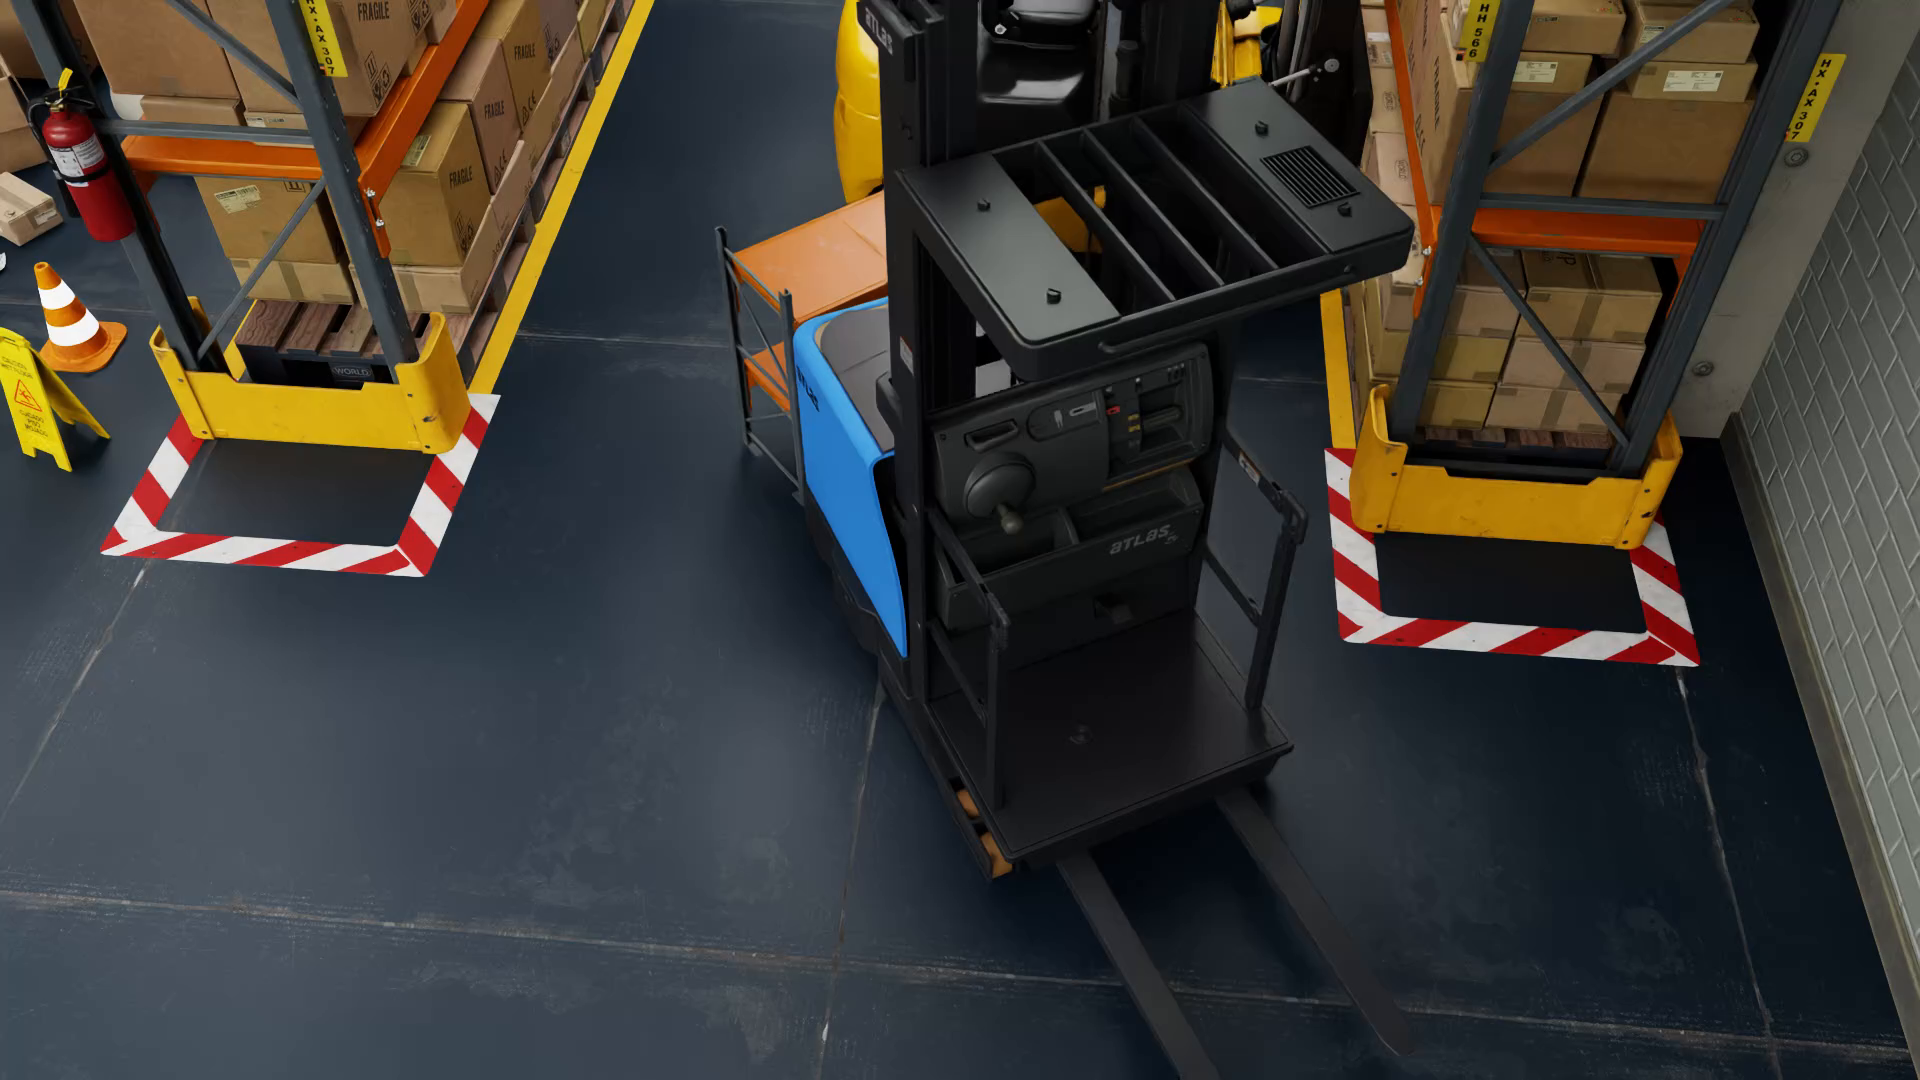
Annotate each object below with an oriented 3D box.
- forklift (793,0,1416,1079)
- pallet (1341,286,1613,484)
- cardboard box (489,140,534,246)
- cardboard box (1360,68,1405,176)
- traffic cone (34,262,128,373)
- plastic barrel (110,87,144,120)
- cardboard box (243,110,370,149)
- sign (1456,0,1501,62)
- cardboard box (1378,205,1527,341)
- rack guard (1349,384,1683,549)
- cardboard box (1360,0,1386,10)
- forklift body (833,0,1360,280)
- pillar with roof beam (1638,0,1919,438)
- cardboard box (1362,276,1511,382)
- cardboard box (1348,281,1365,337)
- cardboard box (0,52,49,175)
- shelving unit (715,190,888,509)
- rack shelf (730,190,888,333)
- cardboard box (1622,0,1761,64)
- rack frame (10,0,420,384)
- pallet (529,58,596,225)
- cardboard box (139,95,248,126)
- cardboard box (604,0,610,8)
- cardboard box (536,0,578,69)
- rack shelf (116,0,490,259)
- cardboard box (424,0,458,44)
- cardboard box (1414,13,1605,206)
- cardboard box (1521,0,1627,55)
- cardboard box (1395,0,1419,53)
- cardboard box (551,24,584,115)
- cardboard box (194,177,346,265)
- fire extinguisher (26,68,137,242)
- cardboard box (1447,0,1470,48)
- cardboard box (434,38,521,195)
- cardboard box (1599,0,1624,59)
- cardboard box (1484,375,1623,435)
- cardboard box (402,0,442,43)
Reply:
[{"bbox_3d":[0.450,-0.209,4.955,1.130,2.935,3.031,-19,50,-16],"label":"forklift"},{"bbox_3d":[2.233,-0.777,7.318,1.003,0.211,1.213,4,48,4],"label":"pallet"},{"bbox_3d":[-2.335,-1.647,7.803,0.500,0.250,0.500,5,48,5],"label":"cardboard box"},{"bbox_3d":[2.013,-1.811,7.275,0.500,0.250,0.500,4,48,4],"label":"cardboard box"},{"bbox_3d":[-3.984,-1.031,7.380,0.336,0.463,0.334,4,48,4],"label":"traffic cone"},{"bbox_3d":[-4.058,-2.235,8.507,0.421,0.421,0.512,-36,57,-28],"label":"plastic barrel"},{"bbox_3d":[-2.501,-1.636,6.383,0.380,0.149,0.250,4,48,4],"label":"cardboard box"},{"bbox_3d":[1.666,-1.671,5.300,0.100,0.325,0.005,4,48,4],"label":"sign"},{"bbox_3d":[1.937,-1.064,6.592,0.500,0.250,0.500,5,48,5],"label":"cardboard box"},{"bbox_3d":[2.203,-0.292,6.679,1.175,0.500,0.348,4,48,4],"label":"rack guard"},{"bbox_3d":[2.123,-2.568,7.968,0.500,0.250,0.500,5,48,5],"label":"cardboard box"},{"bbox_3d":[0.561,-2.383,7.472,2.313,2.155,1.214,4,48,4],"label":"forklift body"},{"bbox_3d":[-1.121,-3.919,4.236,9.100,9.000,0.400,4,48,4],"label":"pillar with roof beam"},{"bbox_3d":[1.938,-0.915,6.794,0.500,0.250,0.500,3,48,3],"label":"cardboard box"},{"bbox_3d":[1.988,-1.099,7.301,0.500,0.250,0.500,4,48,4],"label":"cardboard box"},{"bbox_3d":[-5.099,-2.103,8.333,0.797,0.503,0.637,-27,53,-23],"label":"cardboard box"},{"bbox_3d":[-0.361,-0.881,6.793,1.048,1.125,0.538,-28,54,-23],"label":"shelving unit"},{"bbox_3d":[-0.361,-1.078,6.577,1.000,0.278,0.538,-28,54,-23],"label":"rack shelf"},{"bbox_3d":[2.449,-1.739,5.599,0.380,0.149,0.250,3,48,3],"label":"cardboard box"},{"bbox_3d":[-2.738,-1.485,6.075,1.000,3.000,0.127,4,48,4],"label":"rack frame"},{"bbox_3d":[-2.508,-2.088,8.517,1.003,0.211,1.213,4,48,4],"label":"pallet"},{"bbox_3d":[-2.917,-1.689,6.432,0.380,0.149,0.250,5,48,5],"label":"cardboard box"},{"bbox_3d":[-2.160,-3.185,9.209,0.500,0.250,0.500,6,48,5],"label":"cardboard box"},{"bbox_3d":[-2.250,-2.689,8.247,0.500,0.500,0.500,6,48,6],"label":"cardboard box"},{"bbox_3d":[-2.556,-2.712,7.685,1.077,0.370,4.000,4,48,4],"label":"rack shelf"},{"bbox_3d":[-2.318,-2.195,6.895,0.380,0.149,0.250,5,48,4],"label":"cardboard box"},{"bbox_3d":[1.989,-1.567,6.082,0.500,0.500,0.500,3,48,3],"label":"cardboard box"},{"bbox_3d":[2.028,-1.784,5.640,0.380,0.149,0.250,4,48,4],"label":"cardboard box"},{"bbox_3d":[2.091,-2.324,6.775,0.500,0.500,0.500,3,48,3],"label":"cardboard box"},{"bbox_3d":[-2.249,-2.420,8.509,0.500,0.250,0.500,5,48,4],"label":"cardboard box"},{"bbox_3d":[-2.925,-1.558,7.213,0.500,0.500,0.500,4,48,4],"label":"cardboard box"},{"bbox_3d":[-3.207,-1.406,6.055,0.296,0.674,0.183,4,48,4],"label":"fire extinguisher"},{"bbox_3d":[1.951,-1.870,5.920,0.380,0.149,0.250,5,48,4],"label":"cardboard box"},{"bbox_3d":[-2.344,-1.928,7.551,0.500,0.500,0.500,2,48,2],"label":"cardboard box"},{"bbox_3d":[2.454,-1.824,5.878,0.380,0.149,0.250,4,48,4],"label":"cardboard box"},{"bbox_3d":[2.445,-0.715,6.950,0.500,0.250,0.500,4,48,4],"label":"cardboard box"},{"bbox_3d":[-2.375,-2.329,6.578,0.500,0.500,0.500,5,48,5],"label":"cardboard box"}]
